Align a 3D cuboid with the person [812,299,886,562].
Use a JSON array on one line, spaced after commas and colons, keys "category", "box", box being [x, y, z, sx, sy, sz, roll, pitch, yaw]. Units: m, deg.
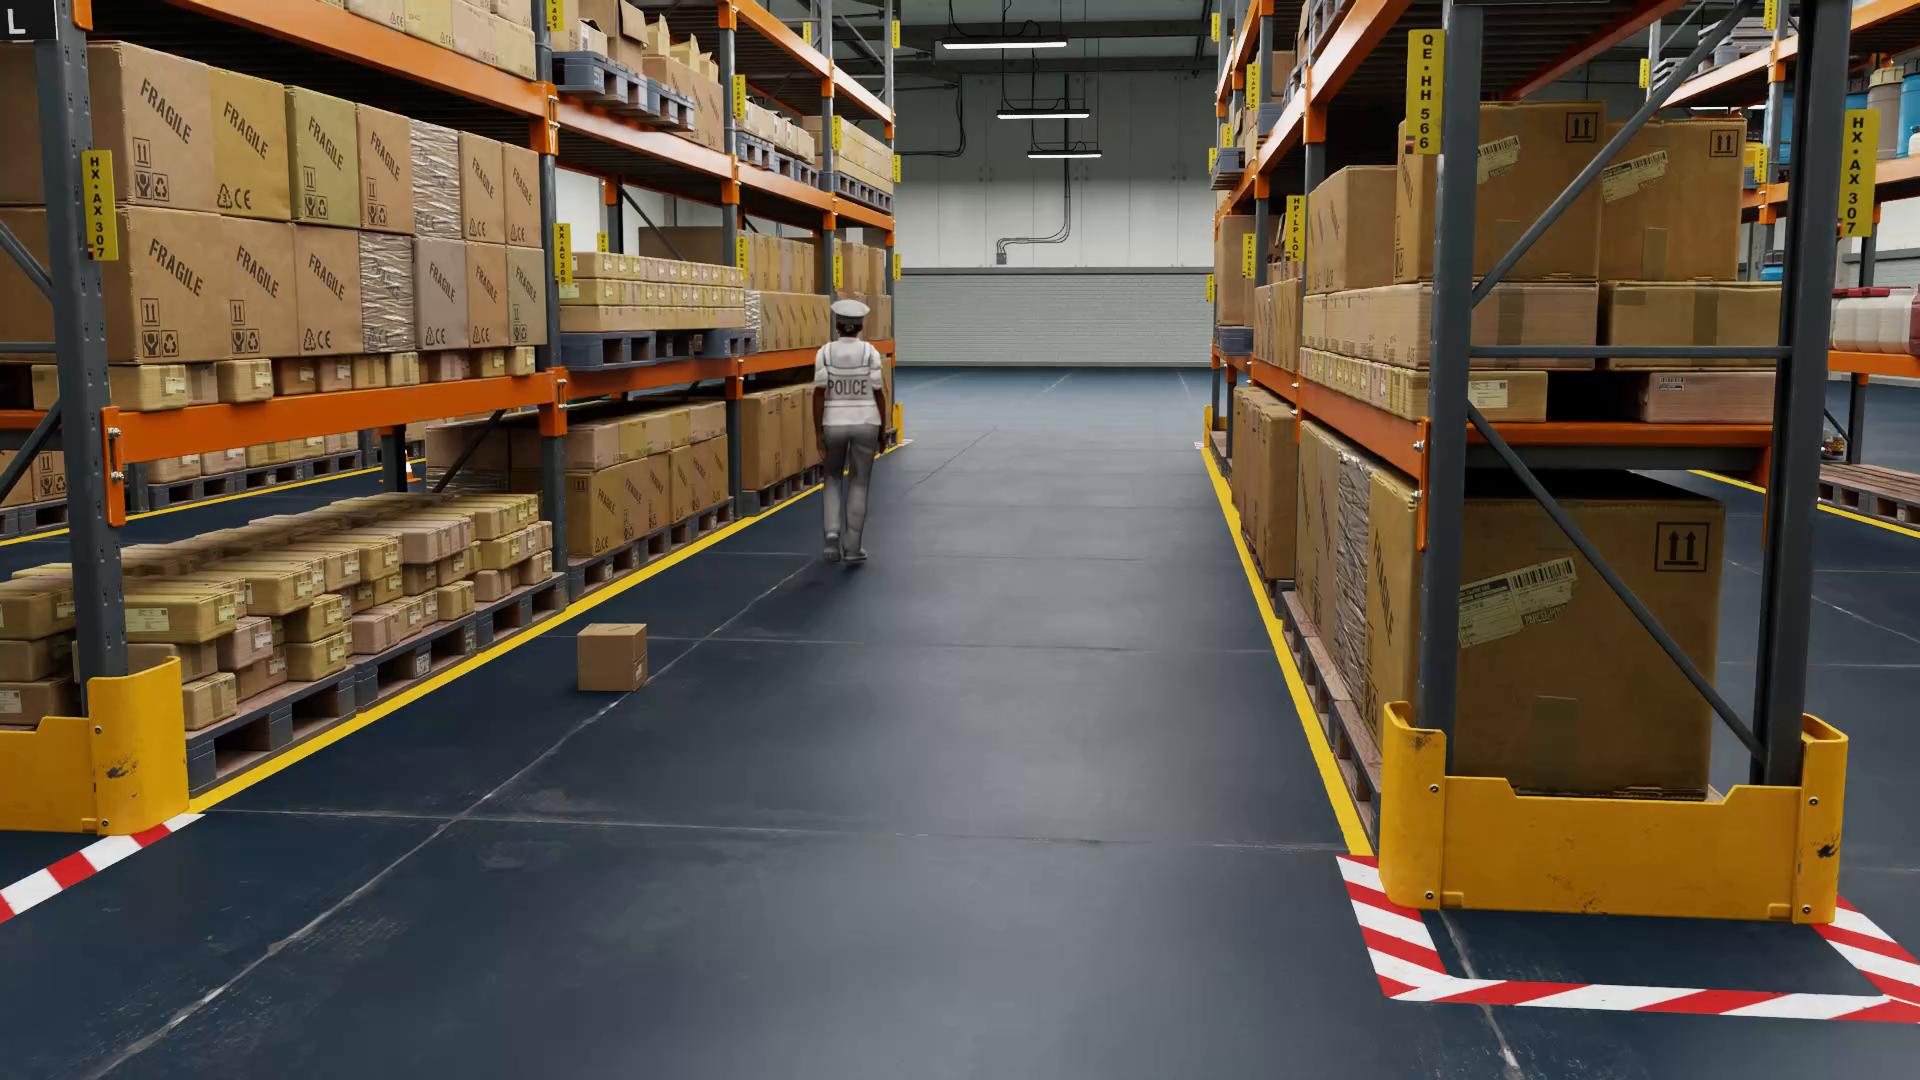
[{"category": "person", "box": [-0.706, -0.688, 10.750, 0.456, 1.722, 0.465, 1, 8, 4]}]
